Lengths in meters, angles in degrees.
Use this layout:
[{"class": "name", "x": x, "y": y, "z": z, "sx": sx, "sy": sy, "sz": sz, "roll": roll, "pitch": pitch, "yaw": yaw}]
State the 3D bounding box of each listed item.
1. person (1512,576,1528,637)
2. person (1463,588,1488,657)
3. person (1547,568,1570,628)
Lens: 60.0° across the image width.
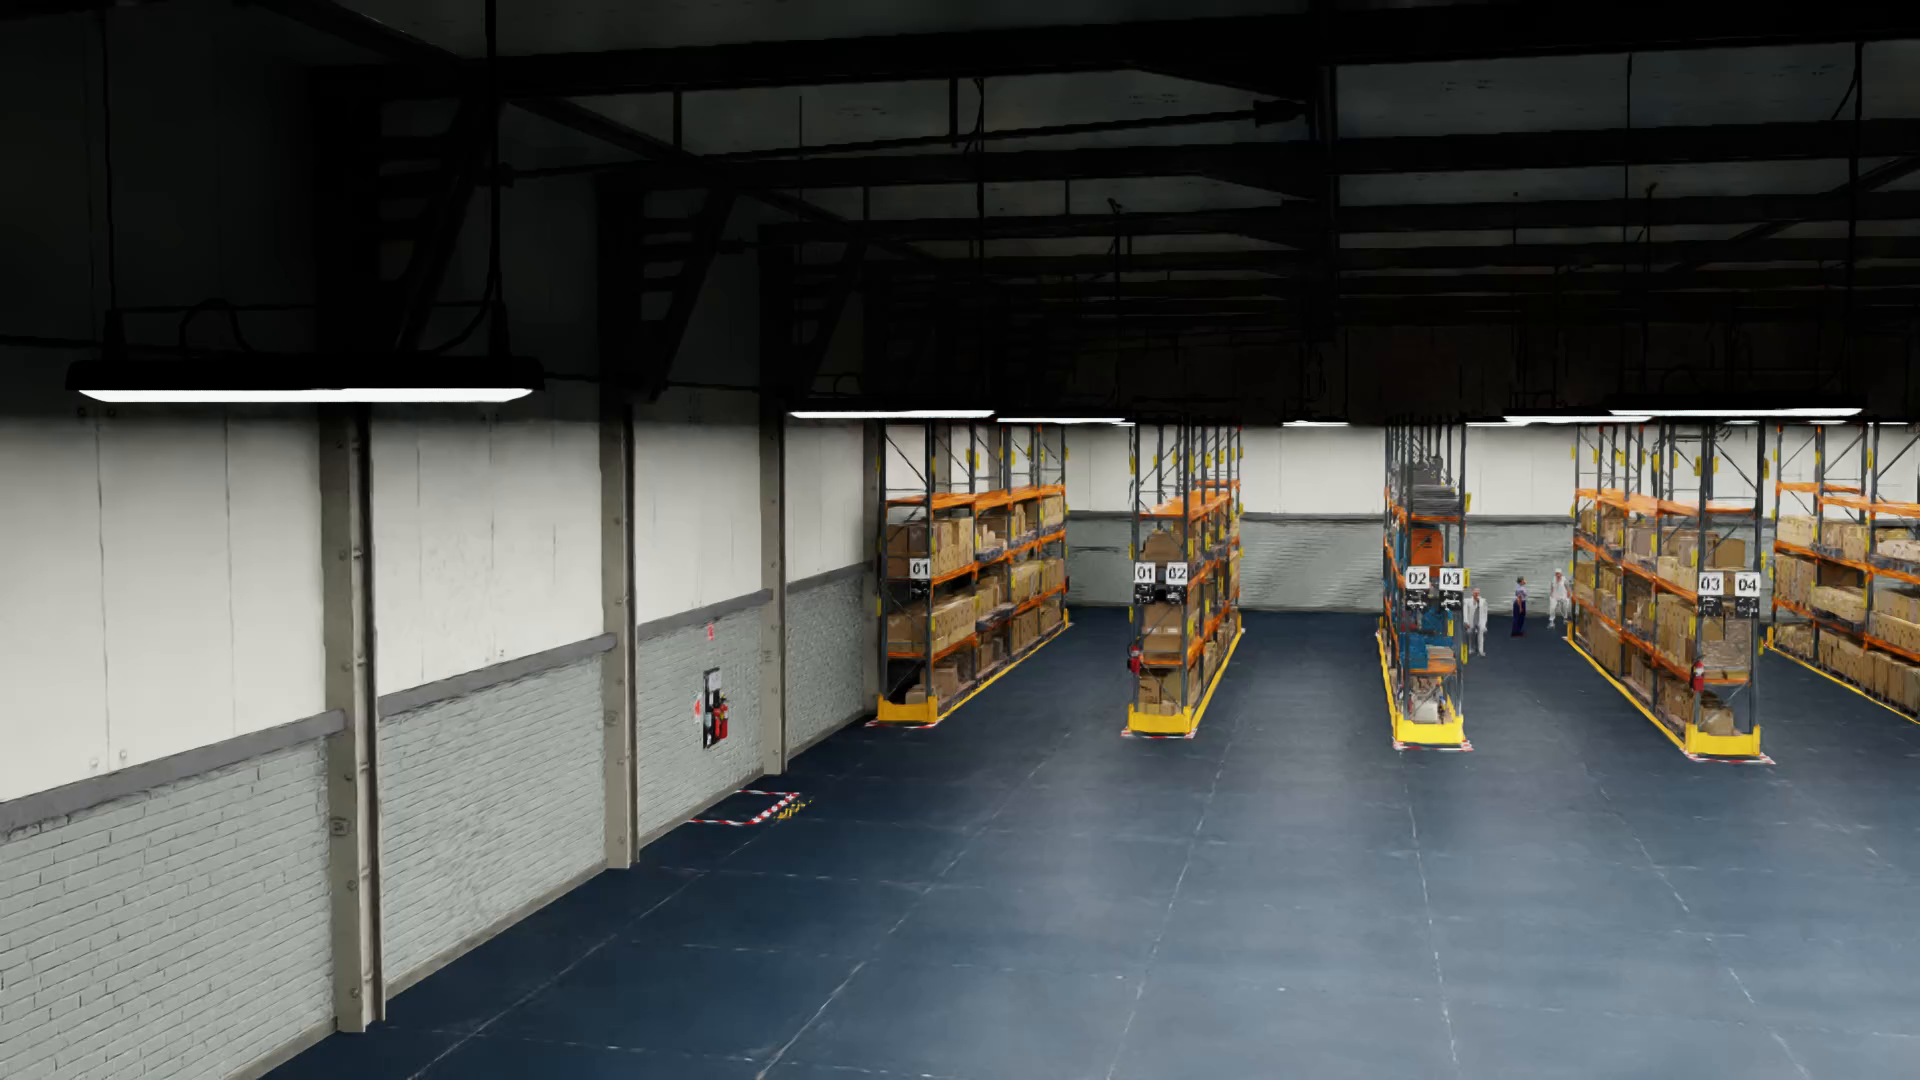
[{"class": "person", "x": 15.332, "y": 1.810, "z": 45.526, "sx": 0.391, "sy": 1.656, "sz": 0.587, "roll": 2, "pitch": 4, "yaw": 25}, {"class": "person", "x": 12.900, "y": 2.041, "z": 41.617, "sx": 0.598, "sy": 1.698, "sz": 1.194, "roll": 1, "pitch": 4, "yaw": 15}, {"class": "person", "x": 17.149, "y": 1.649, "z": 47.559, "sx": 0.594, "sy": 1.735, "sz": 0.988, "roll": 2, "pitch": 5, "yaw": 33}]
